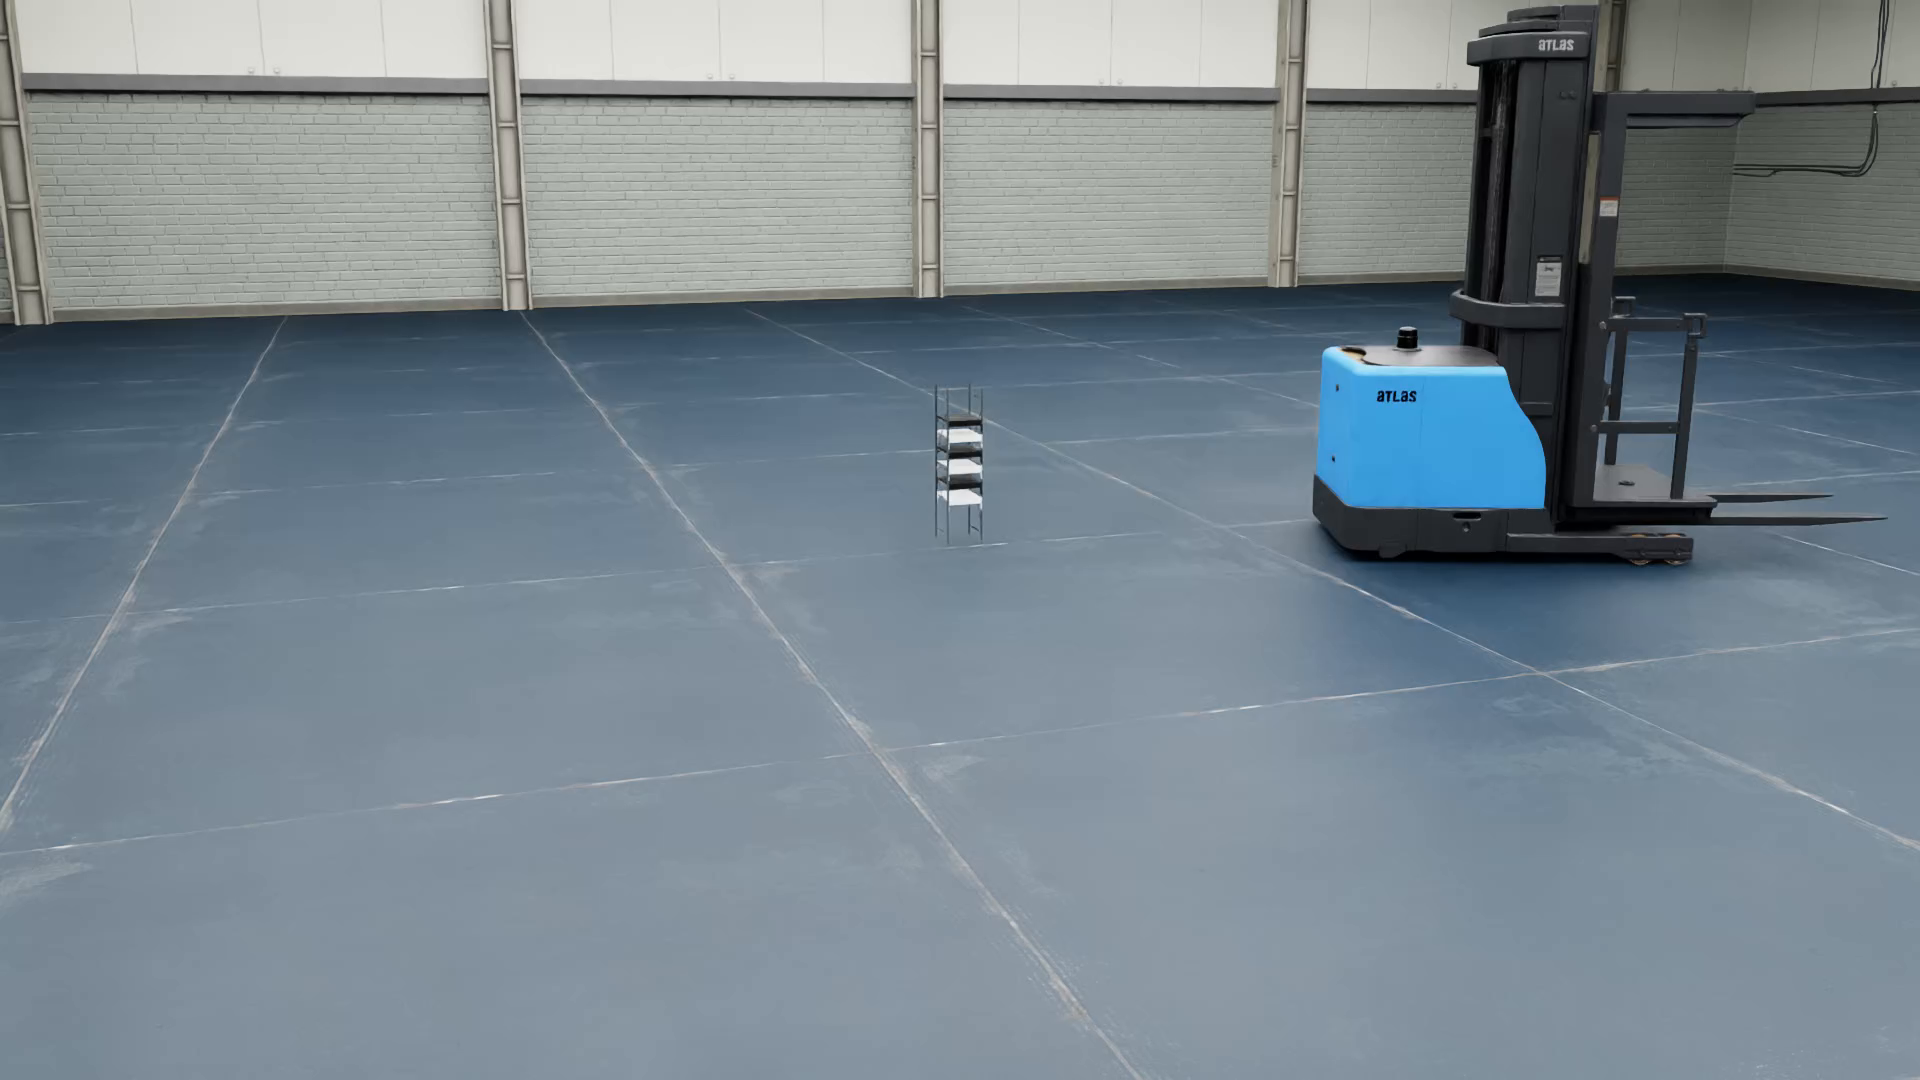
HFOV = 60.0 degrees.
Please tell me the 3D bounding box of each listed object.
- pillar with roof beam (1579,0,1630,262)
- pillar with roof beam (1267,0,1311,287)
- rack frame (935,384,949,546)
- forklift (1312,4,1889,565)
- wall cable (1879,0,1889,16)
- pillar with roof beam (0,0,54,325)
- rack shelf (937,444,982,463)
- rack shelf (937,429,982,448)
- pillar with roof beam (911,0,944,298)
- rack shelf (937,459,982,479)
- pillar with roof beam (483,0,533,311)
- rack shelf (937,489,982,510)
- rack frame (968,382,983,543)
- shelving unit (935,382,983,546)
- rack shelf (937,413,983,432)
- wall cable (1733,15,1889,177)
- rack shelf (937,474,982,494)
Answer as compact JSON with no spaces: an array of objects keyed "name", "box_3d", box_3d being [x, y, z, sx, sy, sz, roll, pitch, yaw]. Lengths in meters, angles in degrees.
[{"name":"pillar with roof beam","box_3d":[12.267,-7.980,23.745,0.400,9.000,9.100,-4,14,-18]},{"name":"pillar with roof beam","box_3d":[6.581,-7.537,21.883,0.400,9.000,9.100,-4,14,-18]},{"name":"rack frame","box_3d":[-0.104,-0.430,9.505,0.006,0.900,0.240,-4,14,-18]},{"name":"forklift","box_3d":[3.630,-1.414,9.254,3.031,2.935,1.130,0,13,1]},{"name":"wall cable","box_3d":[14.971,-9.204,24.689,0.112,2.526,3.097,-4,14,-18]},{"name":"pillar with roof beam","box_3d":[-10.479,-6.209,16.298,0.400,9.000,9.100,-4,14,-18]},{"name":"rack shelf","box_3d":[-0.008,-0.492,9.523,0.200,0.077,0.258,-4,14,-18]},{"name":"rack shelf","box_3d":[-0.008,-0.580,9.502,0.200,0.077,0.258,-4,14,-18]},{"name":"pillar with roof beam","box_3d":[0.894,-7.094,20.021,0.400,9.000,9.100,-4,14,-18]},{"name":"rack shelf","box_3d":[-0.008,-0.405,9.544,0.200,0.077,0.258,-4,14,-18]},{"name":"pillar with roof beam","box_3d":[-4.793,-6.651,18.160,0.400,9.000,9.100,-4,14,-18]},{"name":"rack shelf","box_3d":[-0.008,-0.230,9.586,0.200,0.077,0.258,-4,14,-18]},{"name":"rack frame","box_3d":[0.089,-0.445,9.568,0.006,0.900,0.240,-4,14,-18]},{"name":"shelving unit","box_3d":[-0.008,-0.437,9.536,0.210,0.900,0.258,-4,14,-18]},{"name":"rack shelf","box_3d":[-0.008,-0.667,9.481,0.200,0.077,0.258,-4,14,-18]},{"name":"wall cable","box_3d":[14.108,-7.341,27.768,0.112,2.526,3.097,-4,14,-18]},{"name":"rack shelf","box_3d":[-0.008,-0.317,9.565,0.200,0.077,0.258,-4,14,-18]}]
